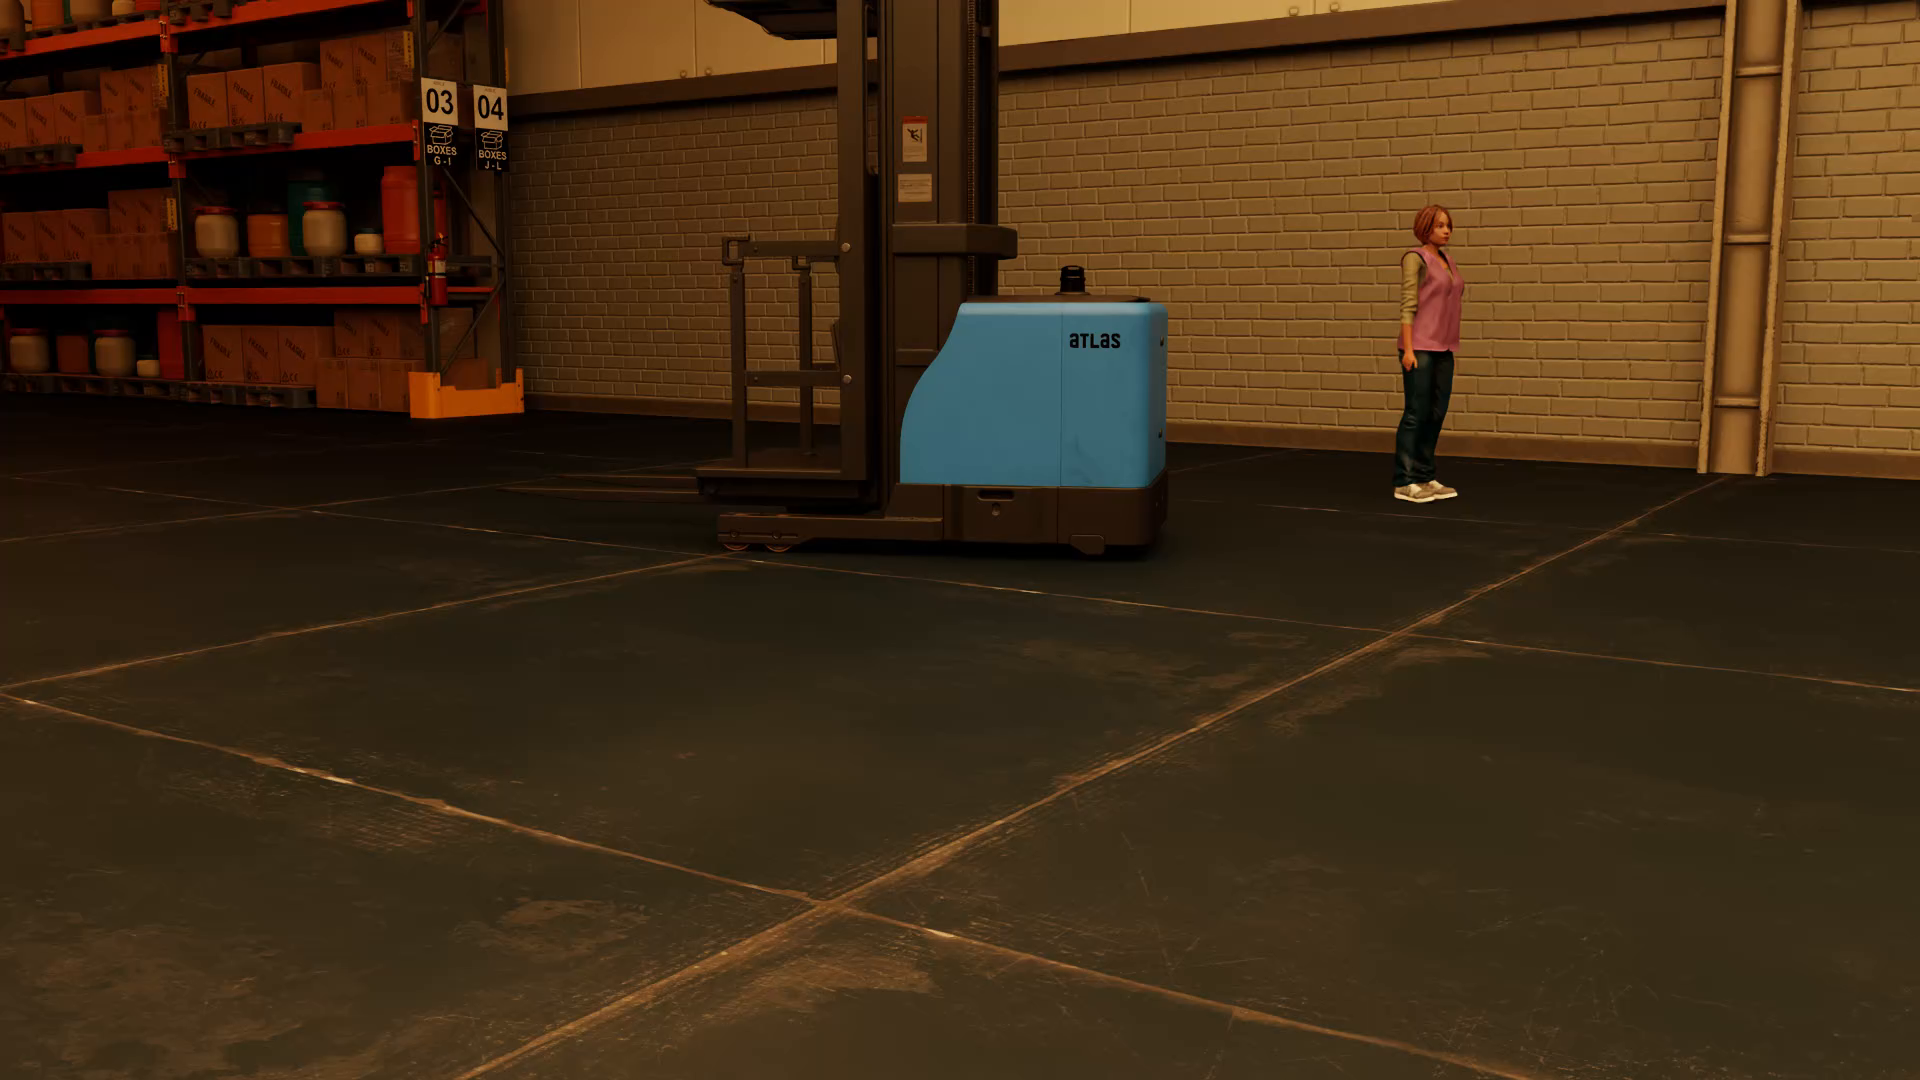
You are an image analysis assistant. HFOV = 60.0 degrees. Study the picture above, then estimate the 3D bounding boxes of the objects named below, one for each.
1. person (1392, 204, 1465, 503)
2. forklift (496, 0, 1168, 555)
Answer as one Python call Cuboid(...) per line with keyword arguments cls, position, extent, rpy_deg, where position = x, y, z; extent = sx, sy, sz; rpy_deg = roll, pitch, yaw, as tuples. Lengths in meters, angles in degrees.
Cuboid(cls="person", position=(2.563, -1.017, 9.076), extent=(0.431, 1.603, 0.323), rpy_deg=(-7, 11, -41))
Cuboid(cls="forklift", position=(-0.596, -1.469, 7.520), extent=(3.031, 2.935, 1.130), rpy_deg=(2, 8, 12))
